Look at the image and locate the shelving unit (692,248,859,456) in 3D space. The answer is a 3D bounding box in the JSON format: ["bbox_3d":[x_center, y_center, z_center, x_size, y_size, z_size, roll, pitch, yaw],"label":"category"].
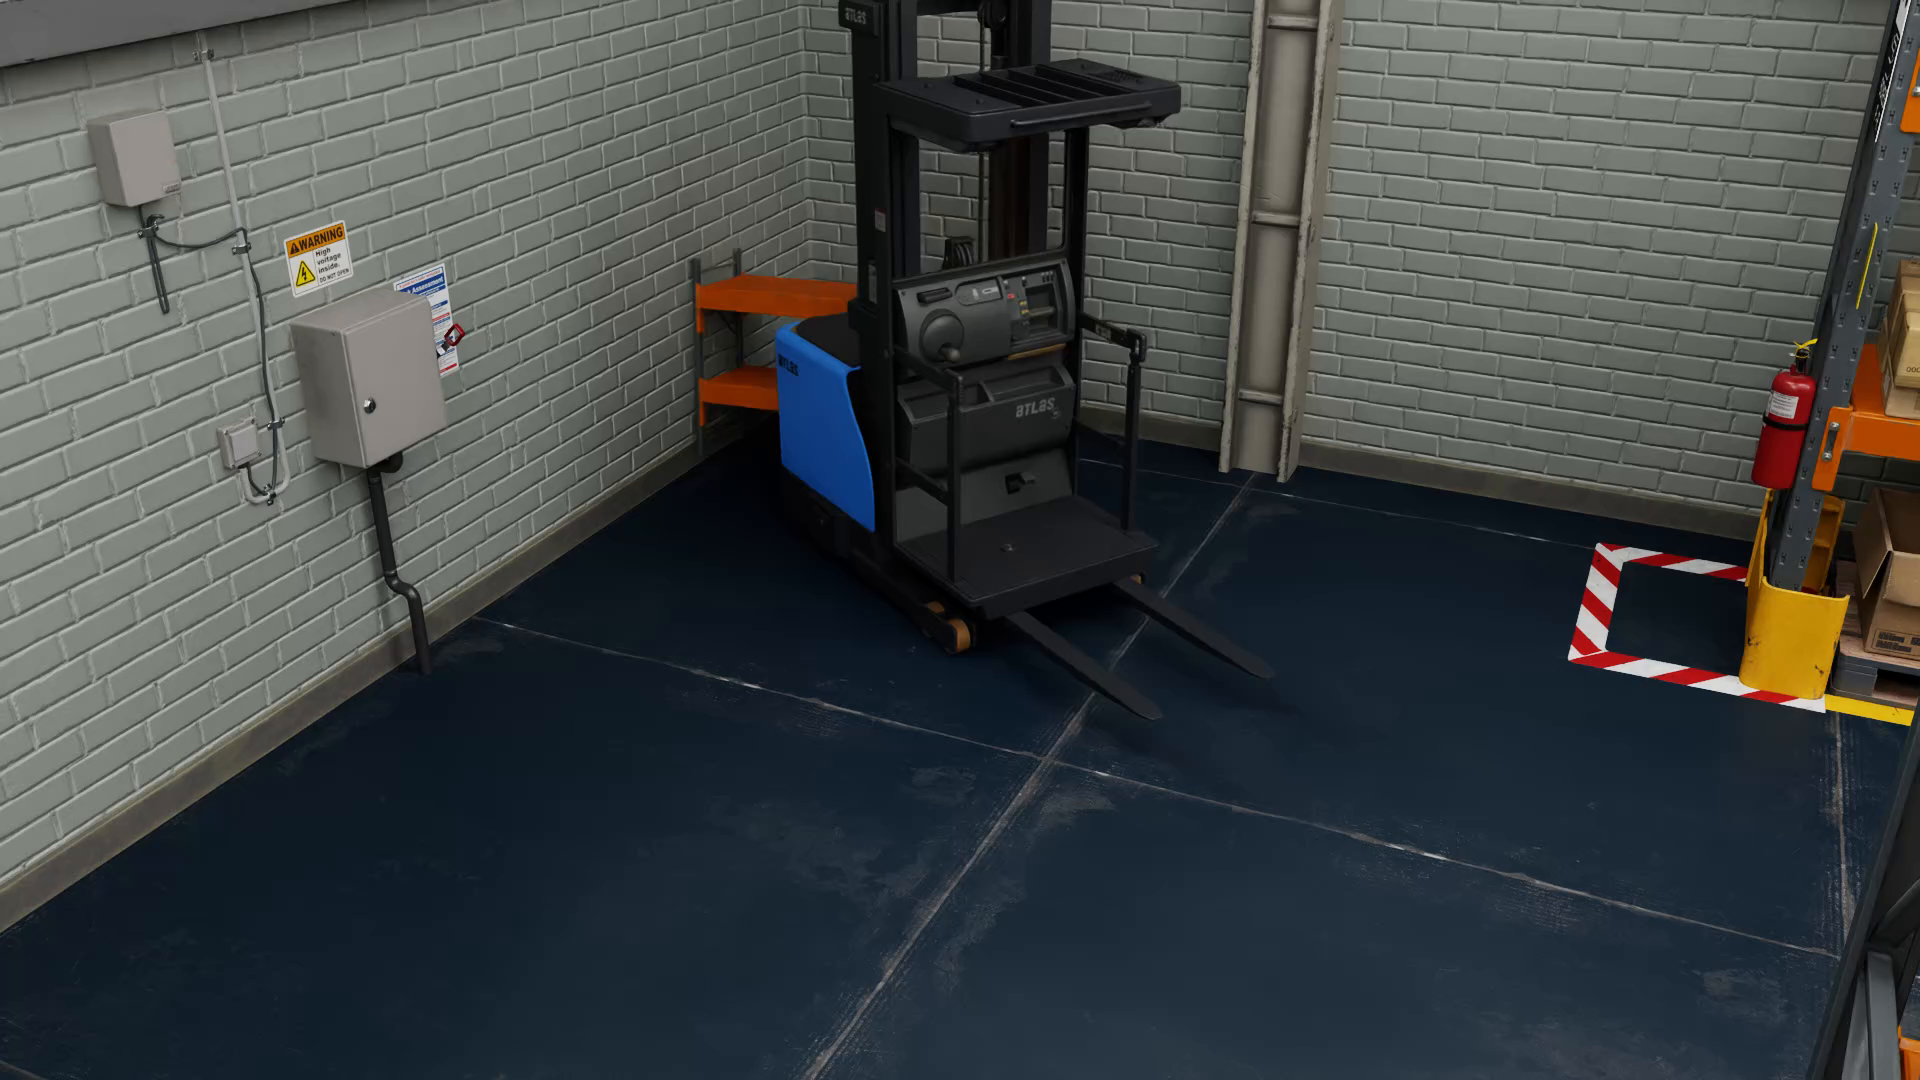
[{"bbox_3d":[-0.919,-1.022,9.425,1.048,1.125,0.538,8,19,21],"label":"shelving unit"}]

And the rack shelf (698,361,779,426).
[{"bbox_3d":[-0.924,-0.789,9.501,1.000,0.278,0.538,8,19,21],"label":"rack shelf"}]

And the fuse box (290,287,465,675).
[{"bbox_3d":[-2.384,-0.177,7.173,0.414,1.711,0.539,11,28,22],"label":"fuse box"}]

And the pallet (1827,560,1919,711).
[{"bbox_3d":[4.602,0.498,7.499,1.213,0.211,1.003,11,28,22],"label":"pallet"}]

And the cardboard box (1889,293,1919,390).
[{"bbox_3d":[4.109,-0.787,6.786,0.500,0.250,0.500,12,28,22],"label":"cardboard box"}]

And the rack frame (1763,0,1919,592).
[{"bbox_3d":[3.807,-0.912,7.207,0.127,3.000,1.000,11,28,22],"label":"rack frame"}]

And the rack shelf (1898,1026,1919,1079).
[{"bbox_3d":[3.577,1.773,2.568,4.000,0.370,1.077,11,28,22],"label":"rack shelf"}]

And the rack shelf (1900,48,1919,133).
[{"bbox_3d":[5.628,-1.570,5.961,4.000,0.370,1.077,11,28,22],"label":"rack shelf"}]

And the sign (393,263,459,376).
[{"bbox_3d":[-2.368,-0.949,7.389,0.001,0.494,0.329,11,28,22],"label":"sign"}]

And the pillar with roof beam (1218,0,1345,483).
[{"bbox_3d":[-0.056,-2.728,4.103,0.400,9.000,9.100,11,28,22],"label":"pillar with roof beam"}]

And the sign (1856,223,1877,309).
[{"bbox_3d":[3.583,-1.082,6.572,0.005,0.325,0.100,11,28,22],"label":"sign"}]

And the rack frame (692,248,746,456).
[{"bbox_3d":[-1.389,-1.090,9.608,0.032,1.125,0.500,8,19,21],"label":"rack frame"}]

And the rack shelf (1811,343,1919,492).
[{"bbox_3d":[5.628,-0.224,6.623,4.000,0.370,1.077,11,28,22],"label":"rack shelf"}]

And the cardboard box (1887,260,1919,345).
[{"bbox_3d":[4.336,-1.001,7.220,0.500,0.250,0.500,12,29,23],"label":"cardboard box"}]

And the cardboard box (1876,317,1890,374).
[{"bbox_3d":[4.220,-0.847,7.359,0.250,0.149,0.380,11,28,21],"label":"cardboard box"}]

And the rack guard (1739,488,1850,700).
[{"bbox_3d":[3.876,0.223,7.731,0.348,0.500,1.175,11,28,22],"label":"rack guard"}]

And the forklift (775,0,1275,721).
[{"bbox_3d":[0.247,-1.025,7.514,1.130,2.935,3.031,-16,30,-29],"label":"forklift"}]

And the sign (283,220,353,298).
[{"bbox_3d":[-2.596,-1.141,6.737,0.001,0.242,0.339,11,28,22],"label":"sign"}]

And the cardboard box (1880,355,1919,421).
[{"bbox_3d":[3.993,-0.629,6.916,0.250,0.149,0.380,11,28,21],"label":"cardboard box"}]

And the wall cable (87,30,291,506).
[{"bbox_3d":[-2.810,-0.965,6.165,0.122,1.984,0.588,11,28,22],"label":"wall cable"}]

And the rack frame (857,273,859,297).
[{"bbox_3d":[-0.450,-0.954,9.243,0.032,1.125,0.500,8,19,21],"label":"rack frame"}]

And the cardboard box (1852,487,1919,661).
[{"bbox_3d":[4.325,0.169,7.361,0.637,0.503,0.797,10,28,20],"label":"cardboard box"}]

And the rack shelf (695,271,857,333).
[{"bbox_3d":[-0.915,-1.300,9.334,1.000,0.278,0.538,8,19,21],"label":"rack shelf"}]

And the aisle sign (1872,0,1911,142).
[{"bbox_3d":[3.624,-1.973,6.418,0.004,0.787,0.394,11,28,22],"label":"aisle sign"}]

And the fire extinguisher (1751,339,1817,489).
[{"bbox_3d":[3.482,-0.551,6.984,0.183,0.674,0.296,11,28,22],"label":"fire extinguisher"}]
